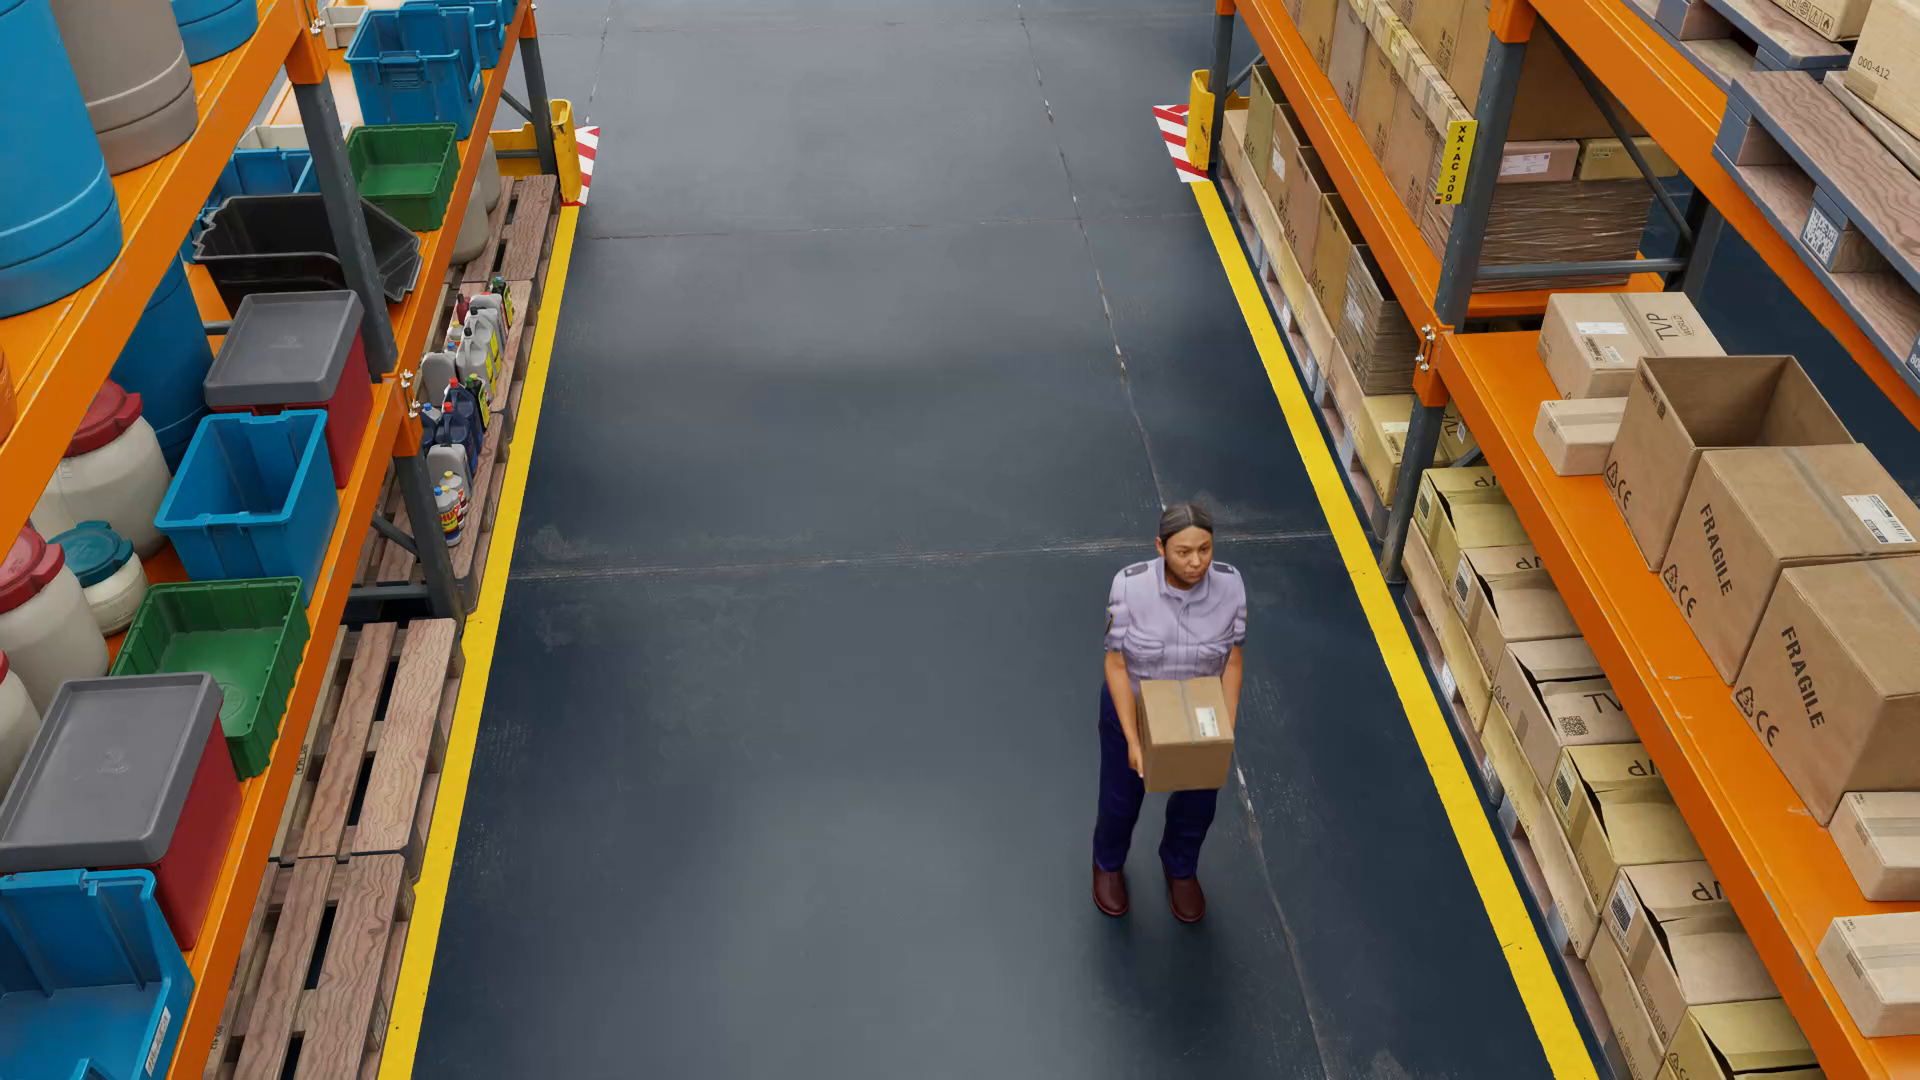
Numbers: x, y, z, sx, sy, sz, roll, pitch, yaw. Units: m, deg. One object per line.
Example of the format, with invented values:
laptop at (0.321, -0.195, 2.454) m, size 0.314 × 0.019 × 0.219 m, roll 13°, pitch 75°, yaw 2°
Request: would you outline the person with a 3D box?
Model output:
person at (0.685, 0.623, 5.416) m, size 0.452 × 1.634 × 0.518 m, roll -3°, pitch 39°, yaw -3°
